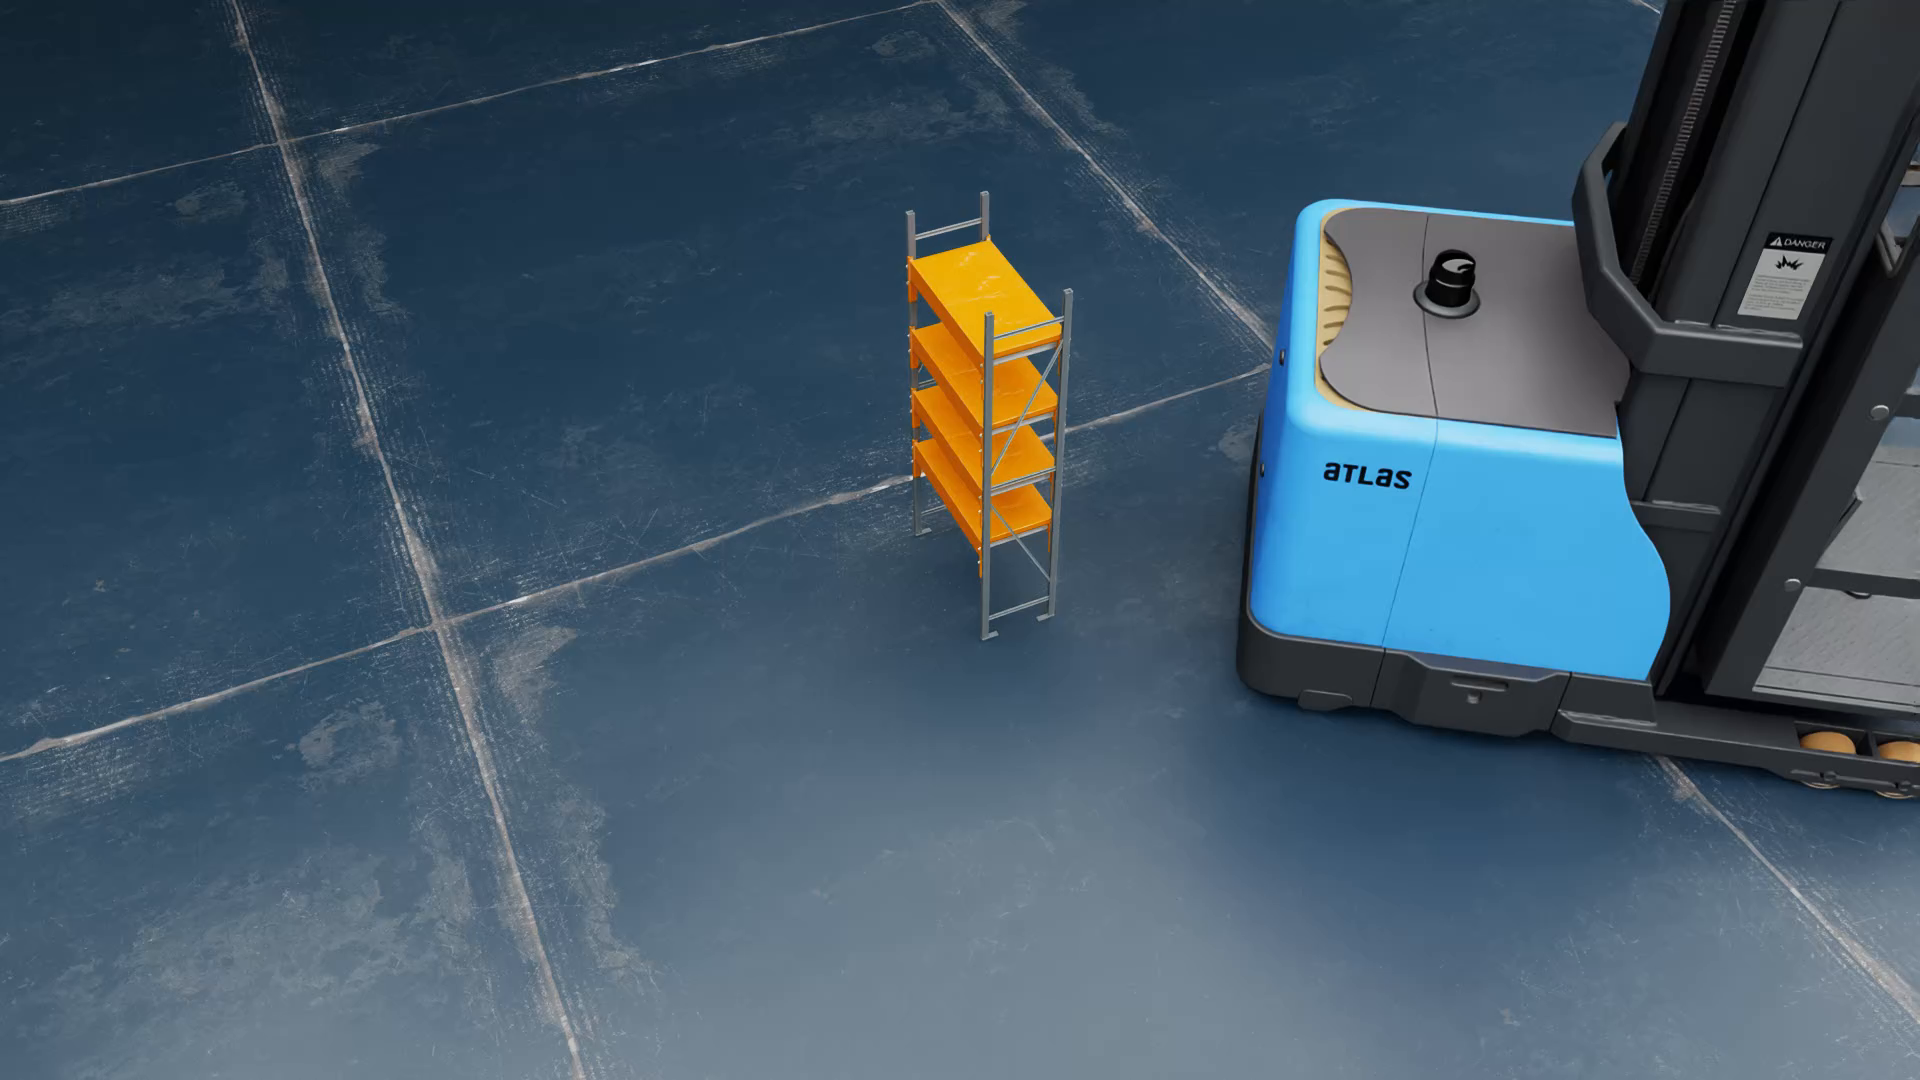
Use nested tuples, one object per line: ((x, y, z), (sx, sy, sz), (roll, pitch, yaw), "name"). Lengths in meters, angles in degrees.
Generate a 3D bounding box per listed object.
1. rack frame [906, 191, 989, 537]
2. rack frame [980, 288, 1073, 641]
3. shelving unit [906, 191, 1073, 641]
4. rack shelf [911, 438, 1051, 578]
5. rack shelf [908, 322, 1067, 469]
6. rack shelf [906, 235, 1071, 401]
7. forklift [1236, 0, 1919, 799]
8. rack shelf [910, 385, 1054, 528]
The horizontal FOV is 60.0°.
((-0.033, -0.477, 4.879), (0.240, 1.200, 0.015), (-18, 47, -17), "rack frame")
((0.172, -0.166, 4.564), (0.240, 1.200, 0.015), (-18, 47, -17), "rack frame")
((0.070, -0.322, 4.722), (0.258, 1.200, 0.503), (-18, 47, -17), "shelving unit")
((0.070, -0.132, 4.908), (0.258, 0.148, 0.480), (-18, 47, -17), "rack shelf")
((0.070, -0.433, 4.612), (0.258, 0.148, 0.480), (-18, 47, -17), "rack shelf")
((0.070, -0.601, 4.446), (0.258, 0.148, 0.480), (-18, 47, -17), "rack shelf")
((2.359, -0.745, 3.918), (3.031, 2.935, 1.130), (7, 45, 7), "forklift")
((0.070, -0.274, 4.769), (0.258, 0.148, 0.480), (-18, 47, -17), "rack shelf")
